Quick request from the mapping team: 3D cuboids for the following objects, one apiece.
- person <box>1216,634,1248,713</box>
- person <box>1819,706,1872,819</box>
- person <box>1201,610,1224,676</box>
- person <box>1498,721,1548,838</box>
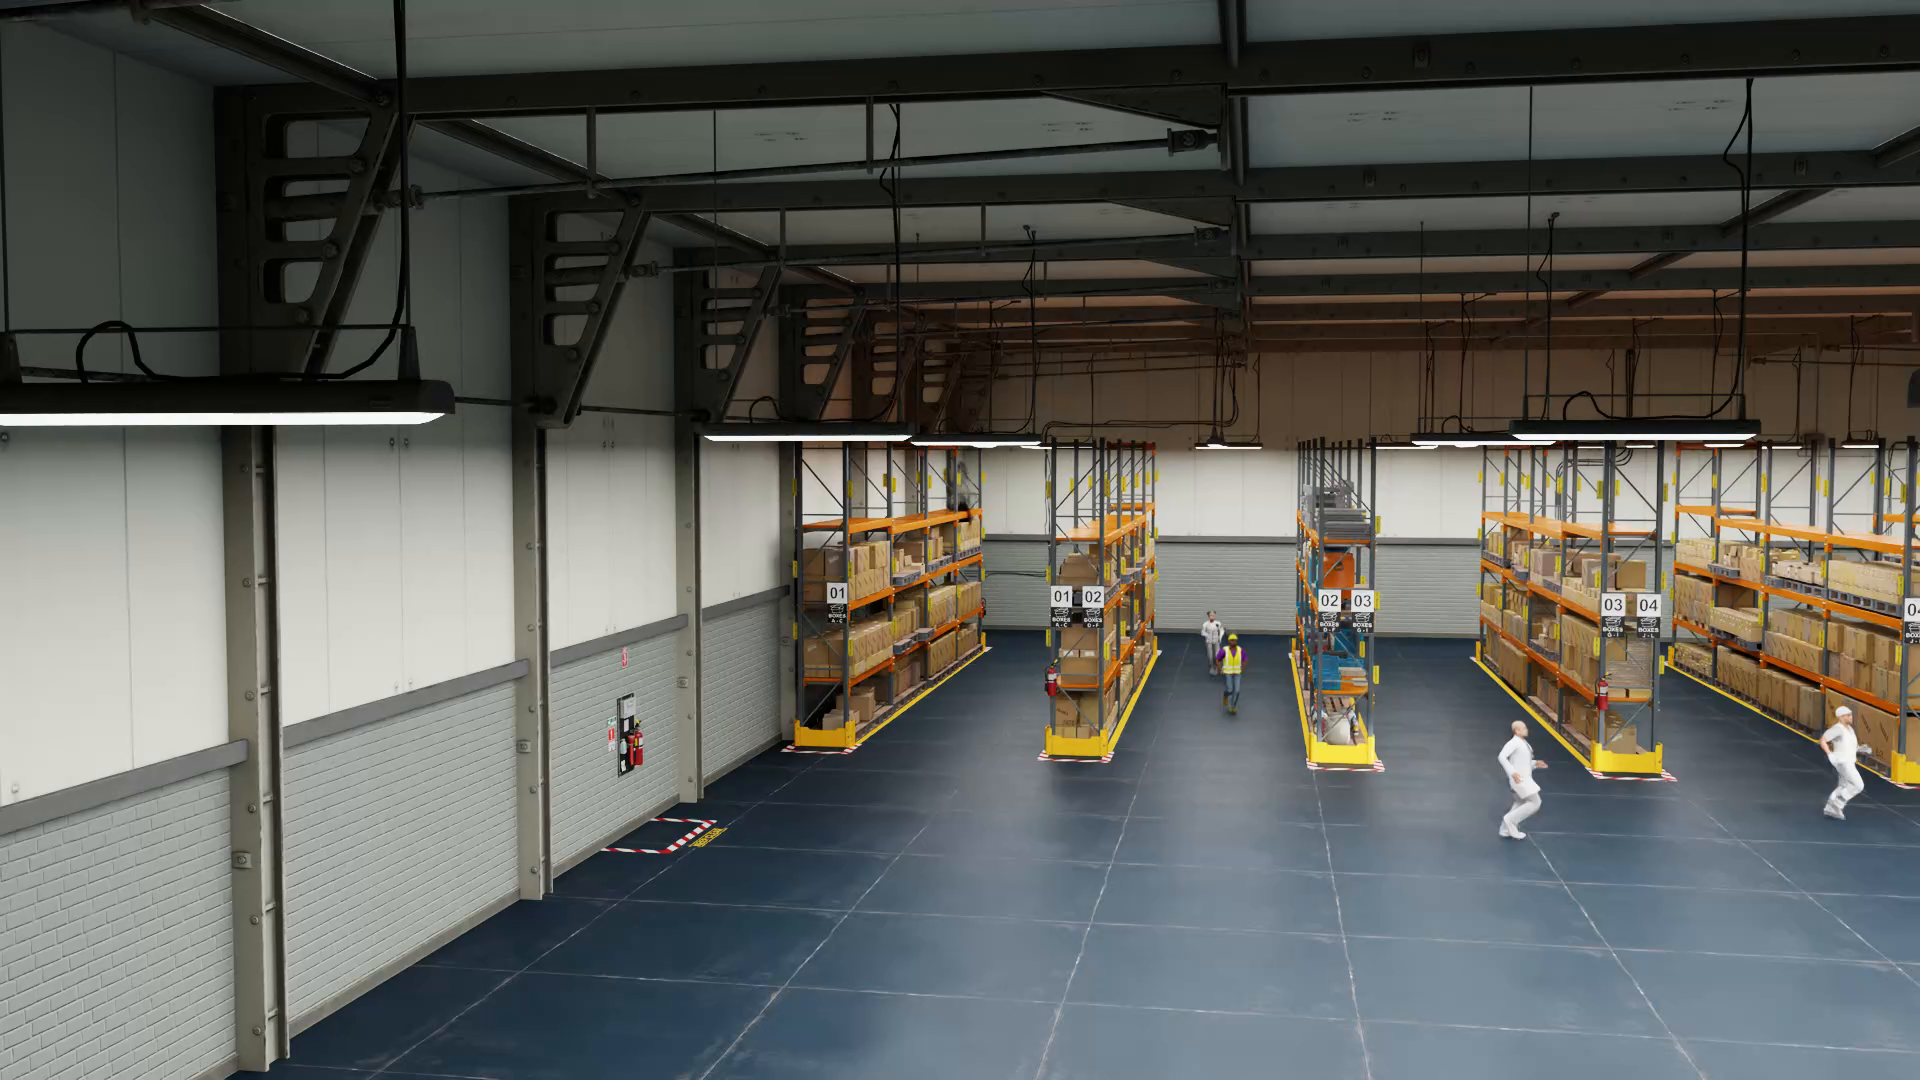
[{"bbox_3d":[5.993,2.930,36.563,0.701,1.716,0.587,0,3,-2],"label":"person"},{"bbox_3d":[13.750,3.459,25.774,0.646,1.748,0.656,-3,4,-44],"label":"person"},{"bbox_3d":[6.466,2.636,42.505,0.588,1.686,0.653,0,3,5],"label":"person"},{"bbox_3d":[8.304,3.541,24.518,0.672,1.740,0.690,1,3,25],"label":"person"}]
